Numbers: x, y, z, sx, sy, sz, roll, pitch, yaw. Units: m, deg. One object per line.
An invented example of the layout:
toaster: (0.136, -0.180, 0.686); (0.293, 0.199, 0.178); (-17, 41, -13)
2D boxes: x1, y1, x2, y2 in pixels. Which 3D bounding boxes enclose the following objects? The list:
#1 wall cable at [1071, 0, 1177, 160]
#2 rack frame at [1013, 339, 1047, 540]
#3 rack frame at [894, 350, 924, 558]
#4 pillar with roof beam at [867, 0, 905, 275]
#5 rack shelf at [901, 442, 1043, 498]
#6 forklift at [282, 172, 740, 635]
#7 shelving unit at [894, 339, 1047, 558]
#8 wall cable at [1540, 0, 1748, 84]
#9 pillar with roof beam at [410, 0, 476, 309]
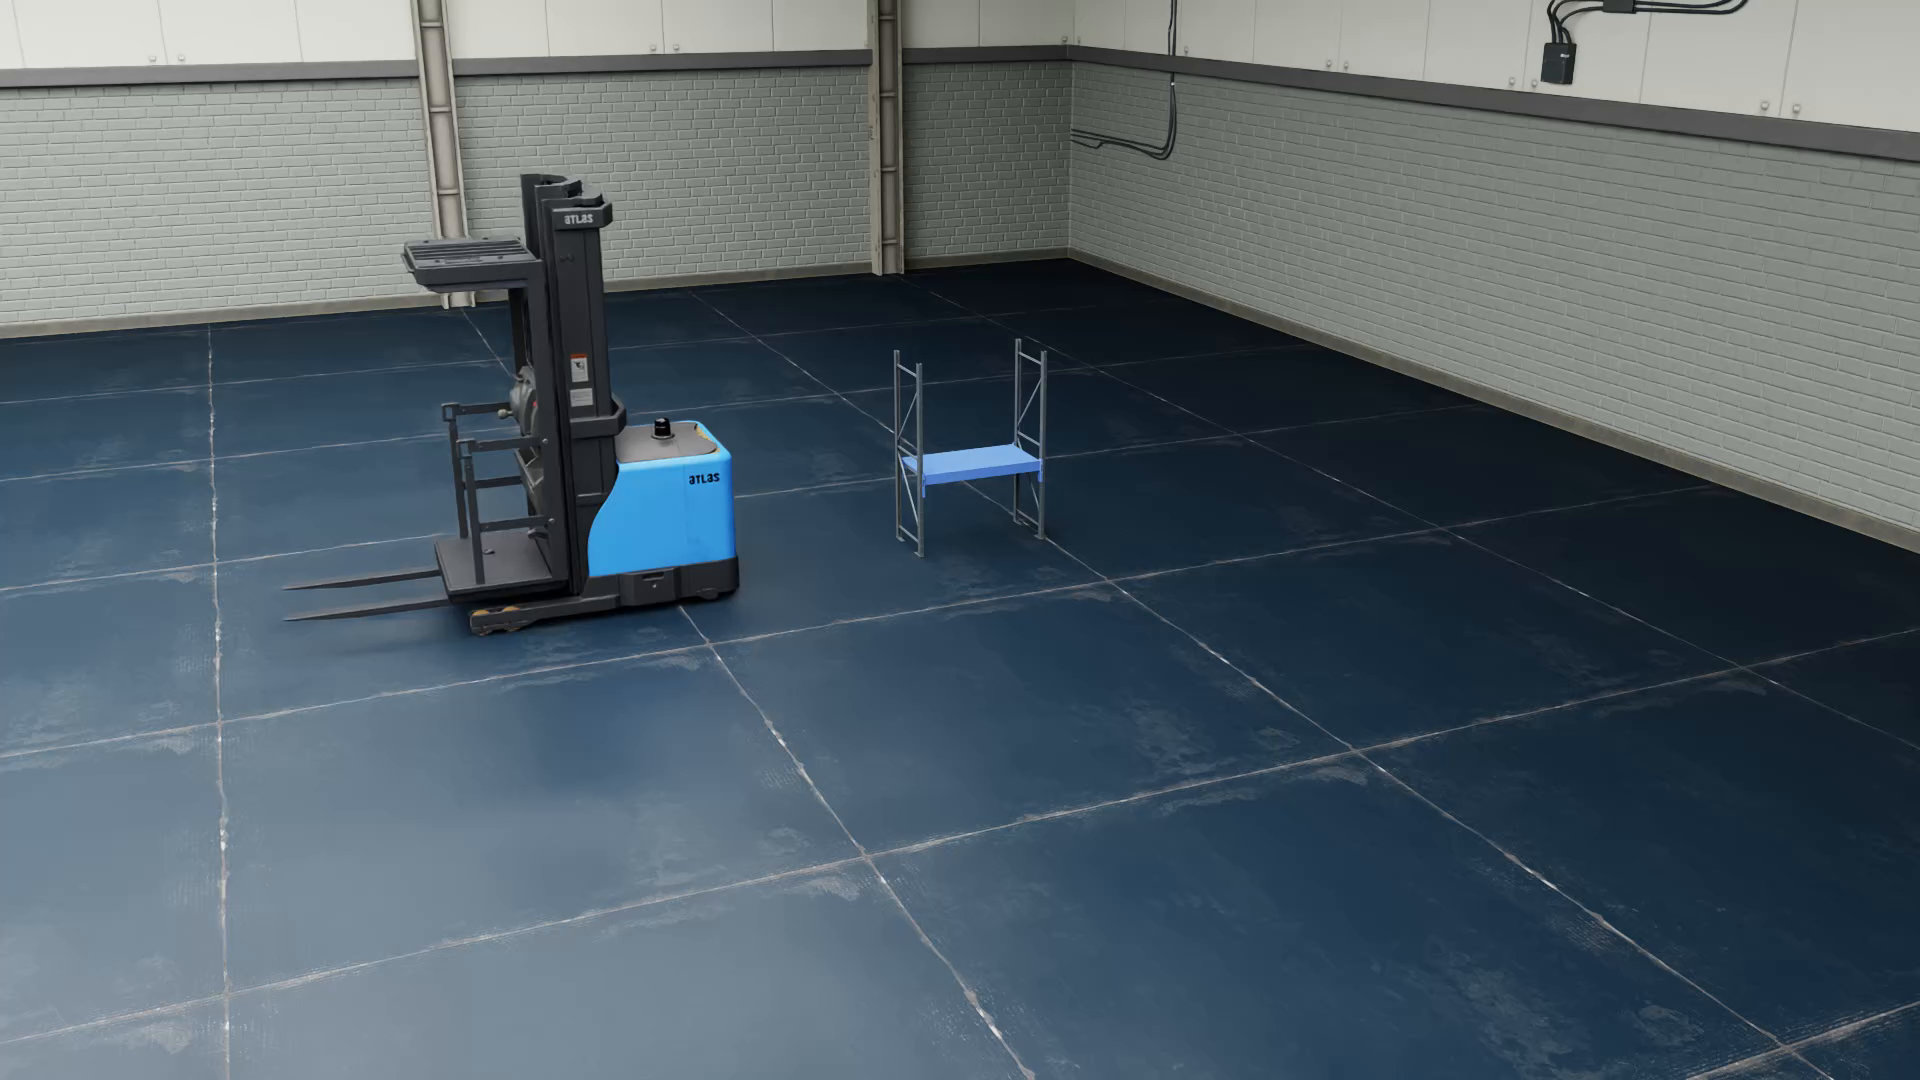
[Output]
wall cable: (2.191, -6.615, 22.937); (0.112, 2.526, 3.097); (-8, 21, -22)
rack frame: (0.545, -0.786, 12.995); (0.032, 1.500, 0.500); (-8, 21, -22)
rack frame: (-0.388, -0.652, 12.615); (0.032, 1.500, 0.500); (-8, 21, -22)
pillar with roof beam: (0.667, -6.783, 18.737); (0.400, 9.000, 9.100); (-8, 21, -22)
rack shelf: (0.078, -0.549, 12.865); (1.000, 0.185, 0.538); (-8, 21, -22)
forklift: (-3.142, -0.939, 11.275); (3.031, 2.935, 1.130); (-8, 21, -20)
shelving unit: (0.078, -0.719, 12.805); (1.048, 1.500, 0.538); (-8, 21, -22)
wall cable: (5.937, -6.787, 13.628); (0.169, 6.003, 2.305); (-8, 21, -22)
pillar with roof beam: (-4.842, -5.994, 16.495); (0.400, 9.000, 9.100); (-8, 21, -22)
